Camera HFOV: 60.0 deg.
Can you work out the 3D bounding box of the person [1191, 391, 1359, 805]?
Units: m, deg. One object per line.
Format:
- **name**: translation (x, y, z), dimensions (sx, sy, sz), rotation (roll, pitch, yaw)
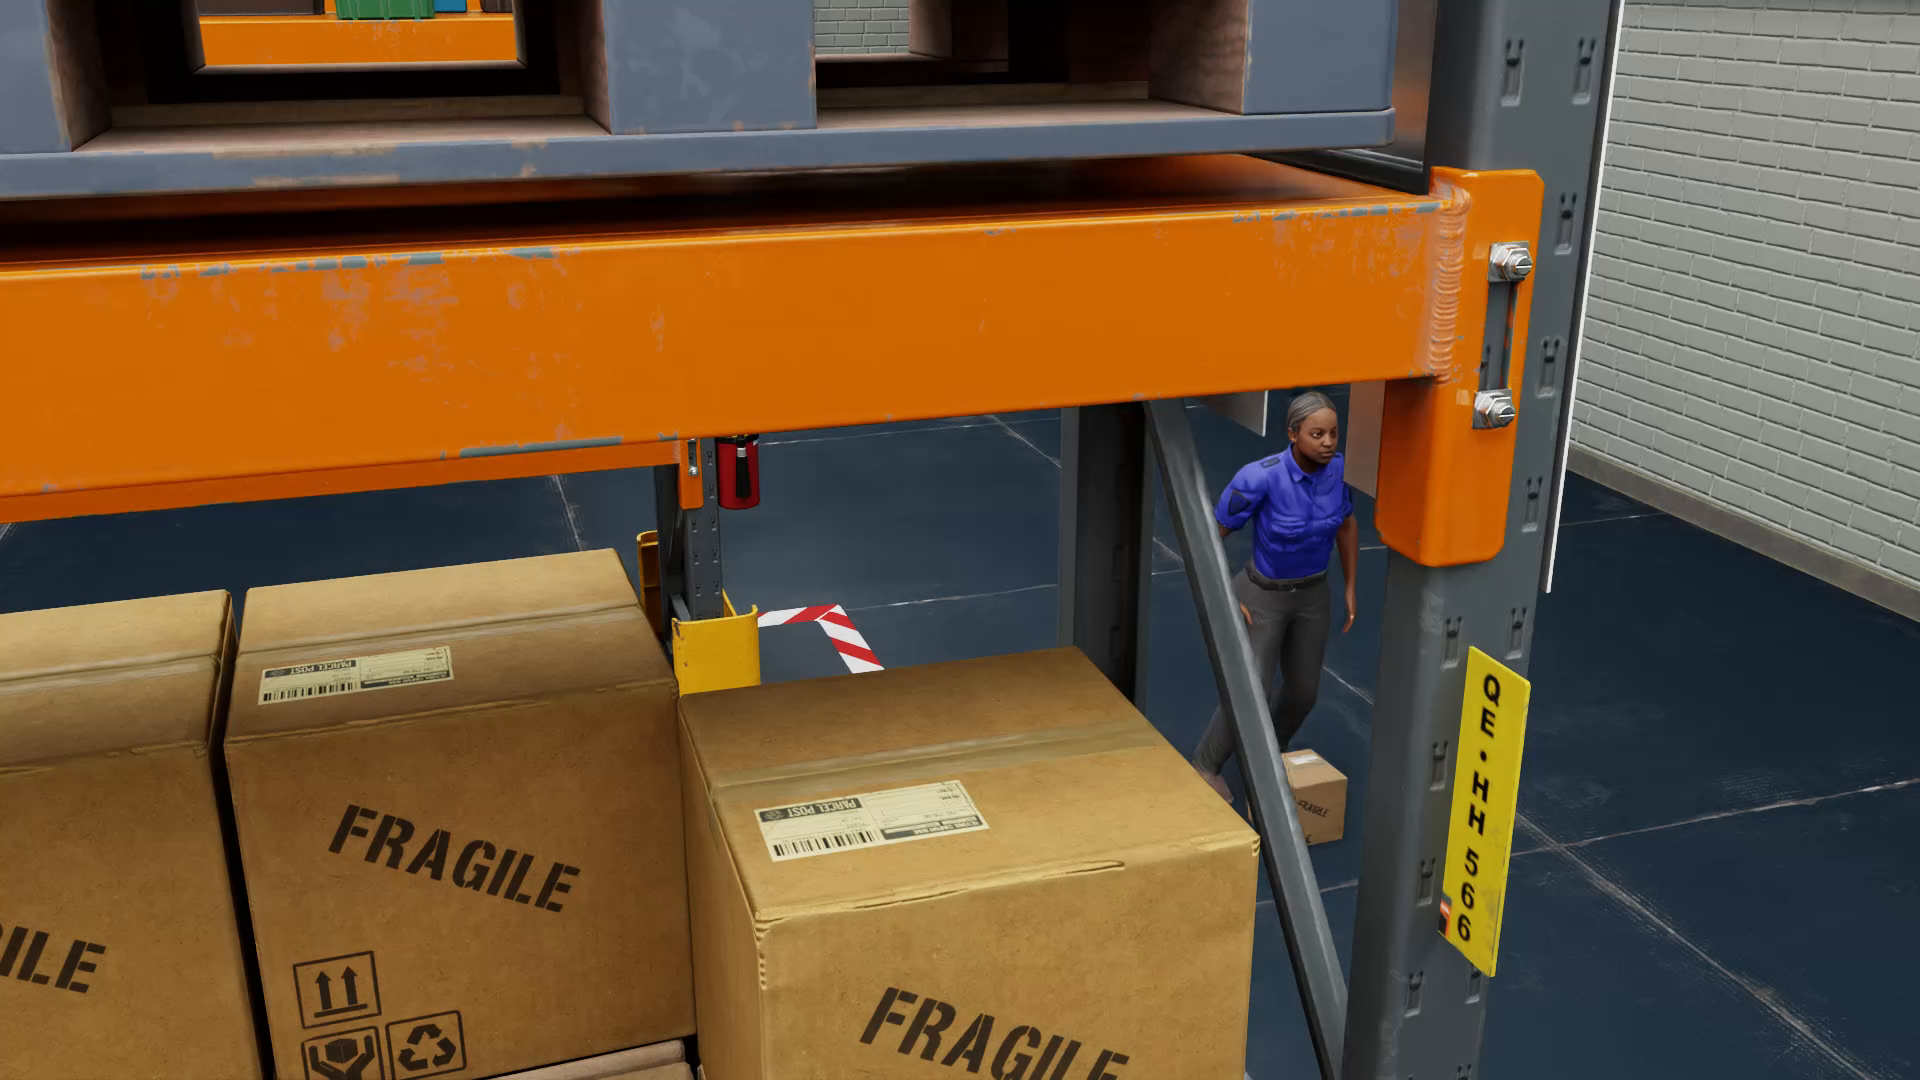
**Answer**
- **person**: translation (1.108, 0.222, 6.012), dimensions (0.499, 1.604, 0.509), rotation (-7, 21, -20)
